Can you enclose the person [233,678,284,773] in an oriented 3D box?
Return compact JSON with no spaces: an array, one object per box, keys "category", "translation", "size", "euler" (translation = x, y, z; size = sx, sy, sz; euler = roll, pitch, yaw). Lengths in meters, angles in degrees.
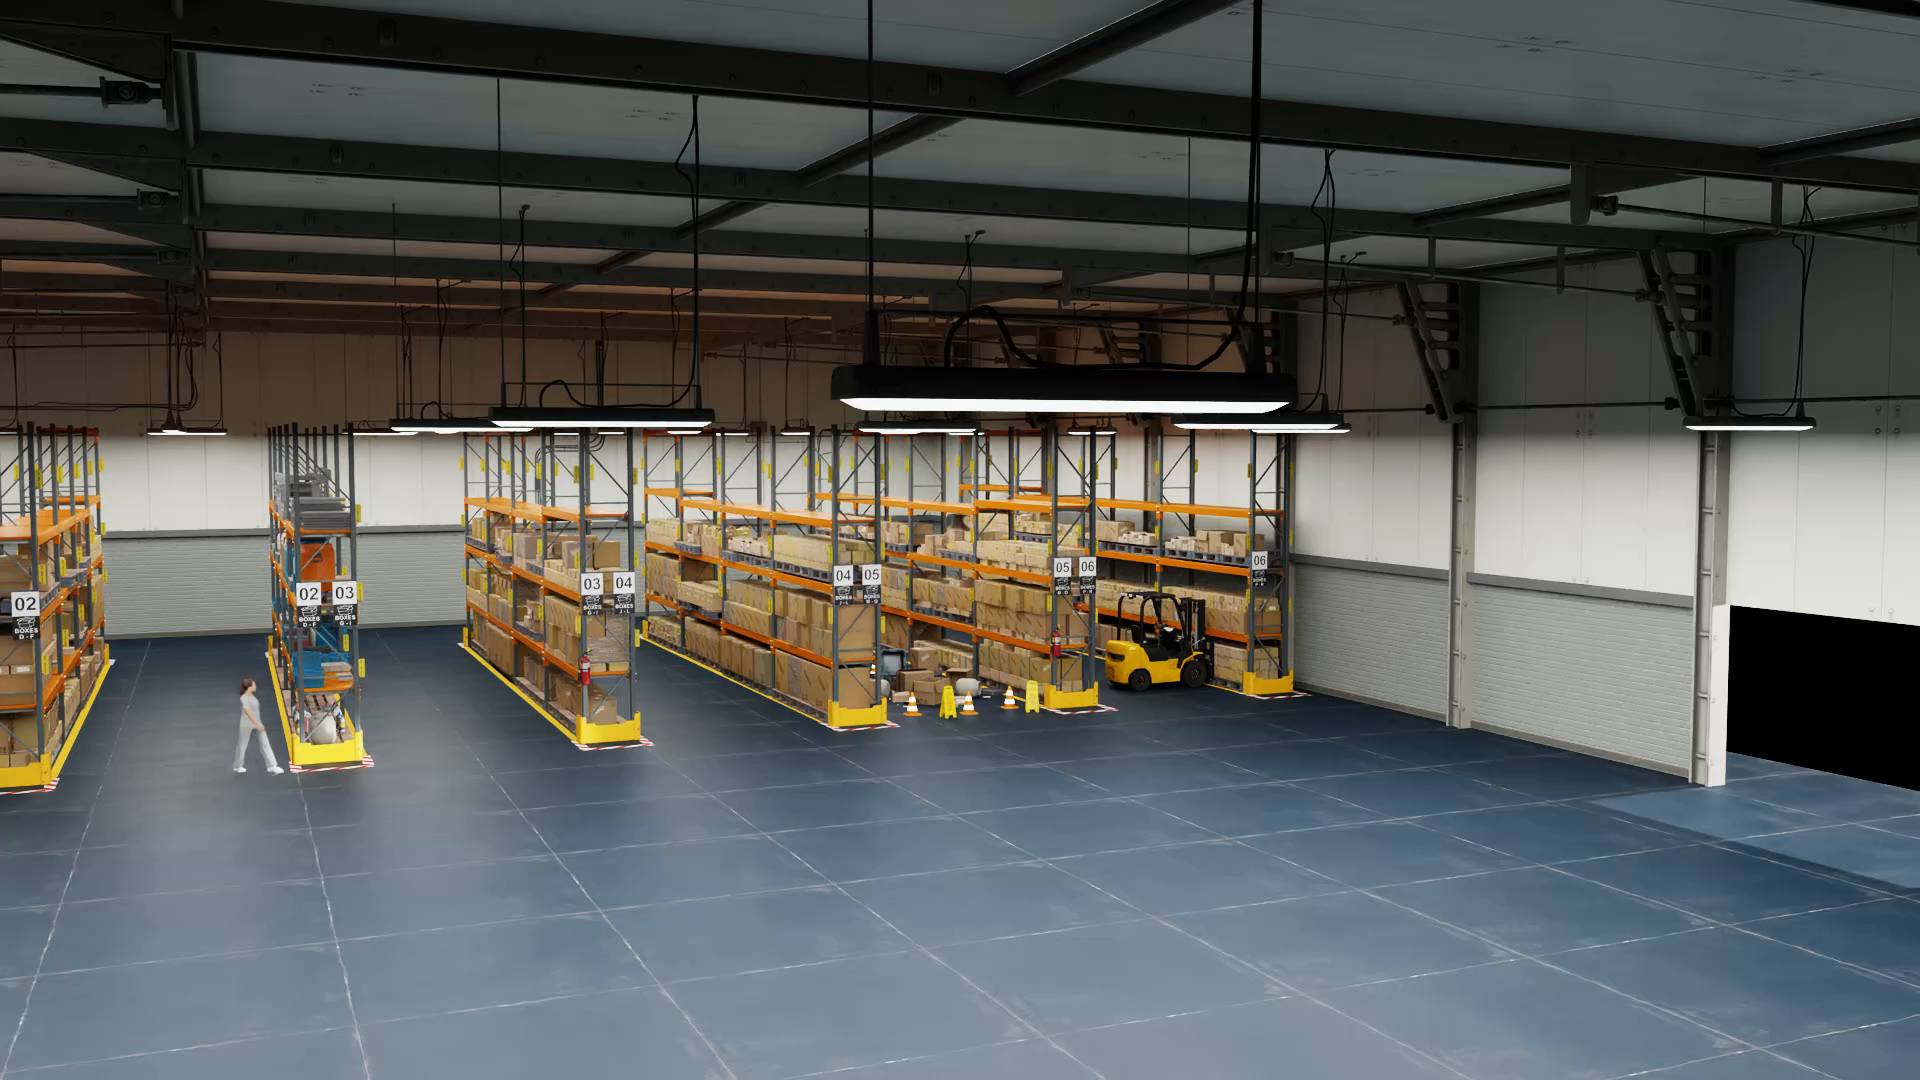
[{"category":"person","translation":[-11.985,3.162,28.238],"size":[0.993,1.607,0.414],"euler":[2,4,31]}]
